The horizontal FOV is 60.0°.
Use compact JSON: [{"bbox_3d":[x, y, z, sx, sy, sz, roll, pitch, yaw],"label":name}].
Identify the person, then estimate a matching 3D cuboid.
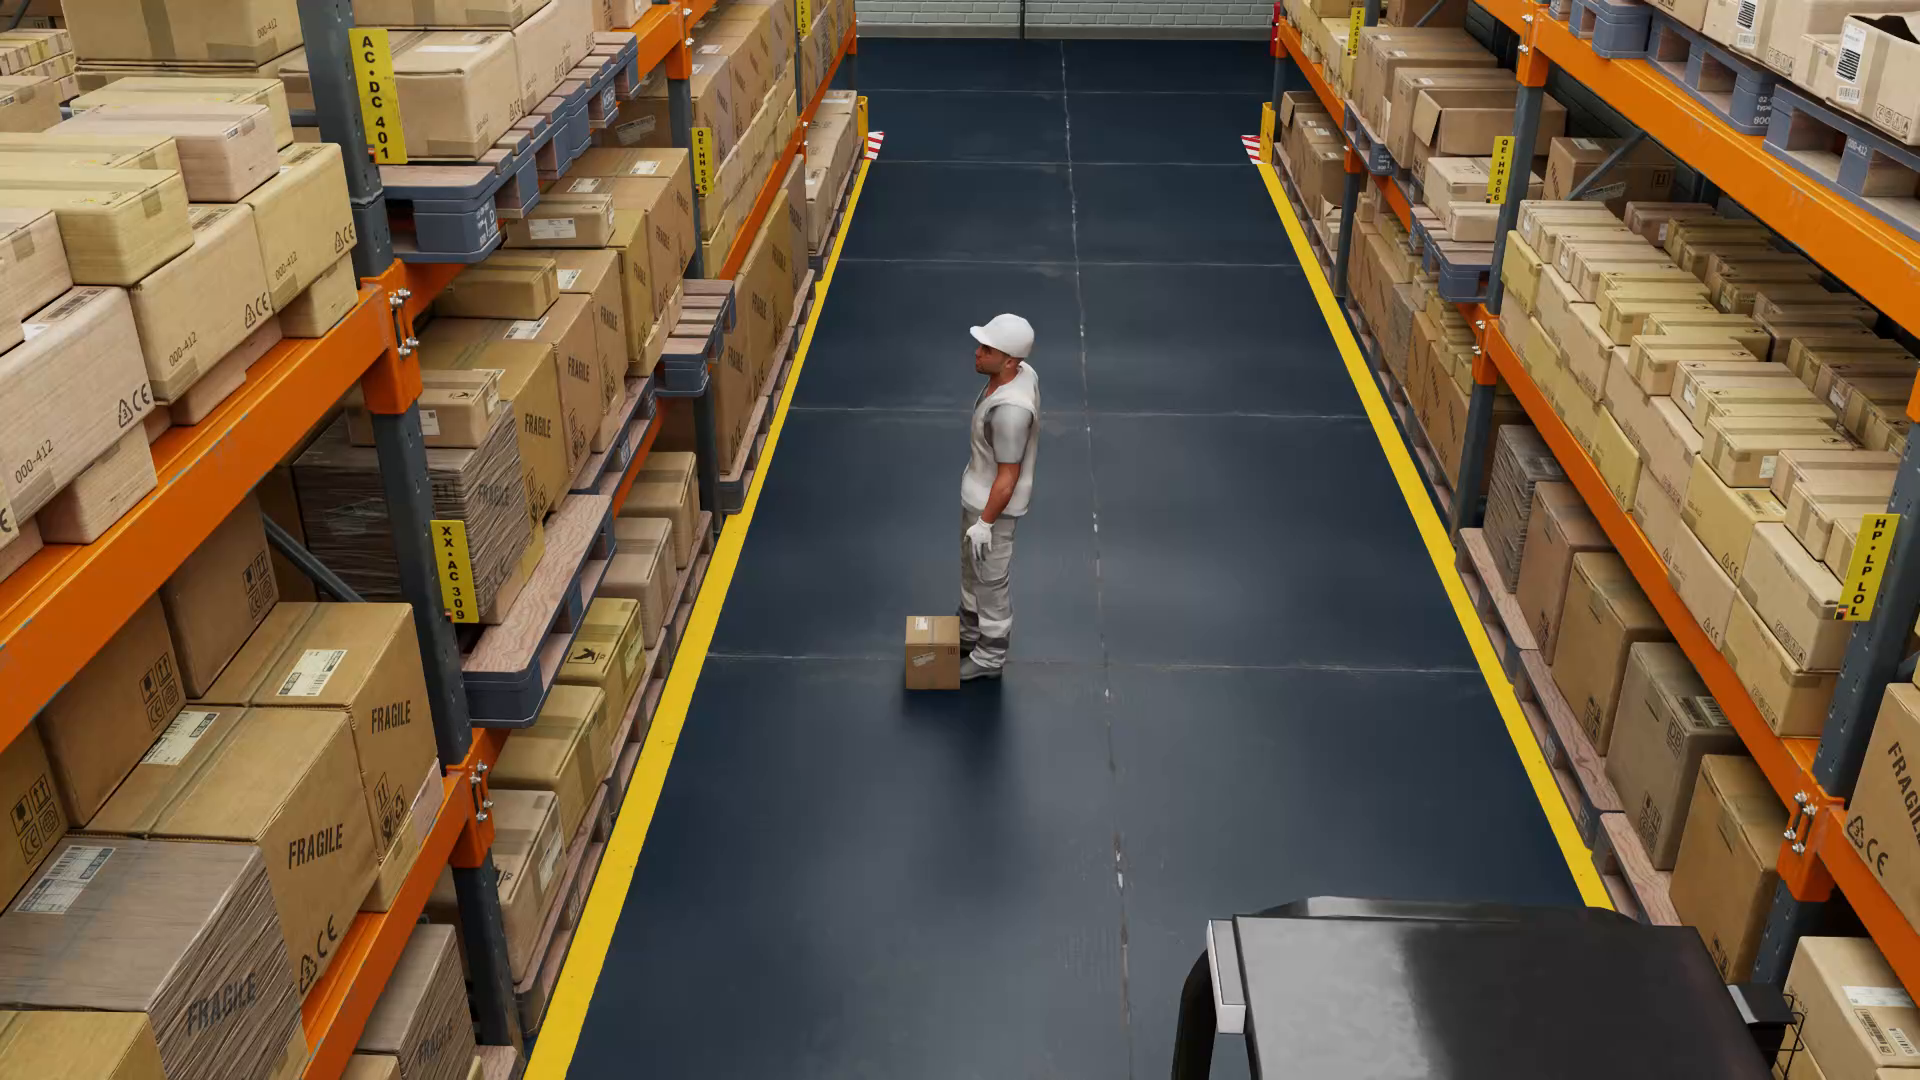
[{"bbox_3d":[0.067,-0.176,7.409,0.562,1.790,0.637,1,28,2],"label":"person"}]
